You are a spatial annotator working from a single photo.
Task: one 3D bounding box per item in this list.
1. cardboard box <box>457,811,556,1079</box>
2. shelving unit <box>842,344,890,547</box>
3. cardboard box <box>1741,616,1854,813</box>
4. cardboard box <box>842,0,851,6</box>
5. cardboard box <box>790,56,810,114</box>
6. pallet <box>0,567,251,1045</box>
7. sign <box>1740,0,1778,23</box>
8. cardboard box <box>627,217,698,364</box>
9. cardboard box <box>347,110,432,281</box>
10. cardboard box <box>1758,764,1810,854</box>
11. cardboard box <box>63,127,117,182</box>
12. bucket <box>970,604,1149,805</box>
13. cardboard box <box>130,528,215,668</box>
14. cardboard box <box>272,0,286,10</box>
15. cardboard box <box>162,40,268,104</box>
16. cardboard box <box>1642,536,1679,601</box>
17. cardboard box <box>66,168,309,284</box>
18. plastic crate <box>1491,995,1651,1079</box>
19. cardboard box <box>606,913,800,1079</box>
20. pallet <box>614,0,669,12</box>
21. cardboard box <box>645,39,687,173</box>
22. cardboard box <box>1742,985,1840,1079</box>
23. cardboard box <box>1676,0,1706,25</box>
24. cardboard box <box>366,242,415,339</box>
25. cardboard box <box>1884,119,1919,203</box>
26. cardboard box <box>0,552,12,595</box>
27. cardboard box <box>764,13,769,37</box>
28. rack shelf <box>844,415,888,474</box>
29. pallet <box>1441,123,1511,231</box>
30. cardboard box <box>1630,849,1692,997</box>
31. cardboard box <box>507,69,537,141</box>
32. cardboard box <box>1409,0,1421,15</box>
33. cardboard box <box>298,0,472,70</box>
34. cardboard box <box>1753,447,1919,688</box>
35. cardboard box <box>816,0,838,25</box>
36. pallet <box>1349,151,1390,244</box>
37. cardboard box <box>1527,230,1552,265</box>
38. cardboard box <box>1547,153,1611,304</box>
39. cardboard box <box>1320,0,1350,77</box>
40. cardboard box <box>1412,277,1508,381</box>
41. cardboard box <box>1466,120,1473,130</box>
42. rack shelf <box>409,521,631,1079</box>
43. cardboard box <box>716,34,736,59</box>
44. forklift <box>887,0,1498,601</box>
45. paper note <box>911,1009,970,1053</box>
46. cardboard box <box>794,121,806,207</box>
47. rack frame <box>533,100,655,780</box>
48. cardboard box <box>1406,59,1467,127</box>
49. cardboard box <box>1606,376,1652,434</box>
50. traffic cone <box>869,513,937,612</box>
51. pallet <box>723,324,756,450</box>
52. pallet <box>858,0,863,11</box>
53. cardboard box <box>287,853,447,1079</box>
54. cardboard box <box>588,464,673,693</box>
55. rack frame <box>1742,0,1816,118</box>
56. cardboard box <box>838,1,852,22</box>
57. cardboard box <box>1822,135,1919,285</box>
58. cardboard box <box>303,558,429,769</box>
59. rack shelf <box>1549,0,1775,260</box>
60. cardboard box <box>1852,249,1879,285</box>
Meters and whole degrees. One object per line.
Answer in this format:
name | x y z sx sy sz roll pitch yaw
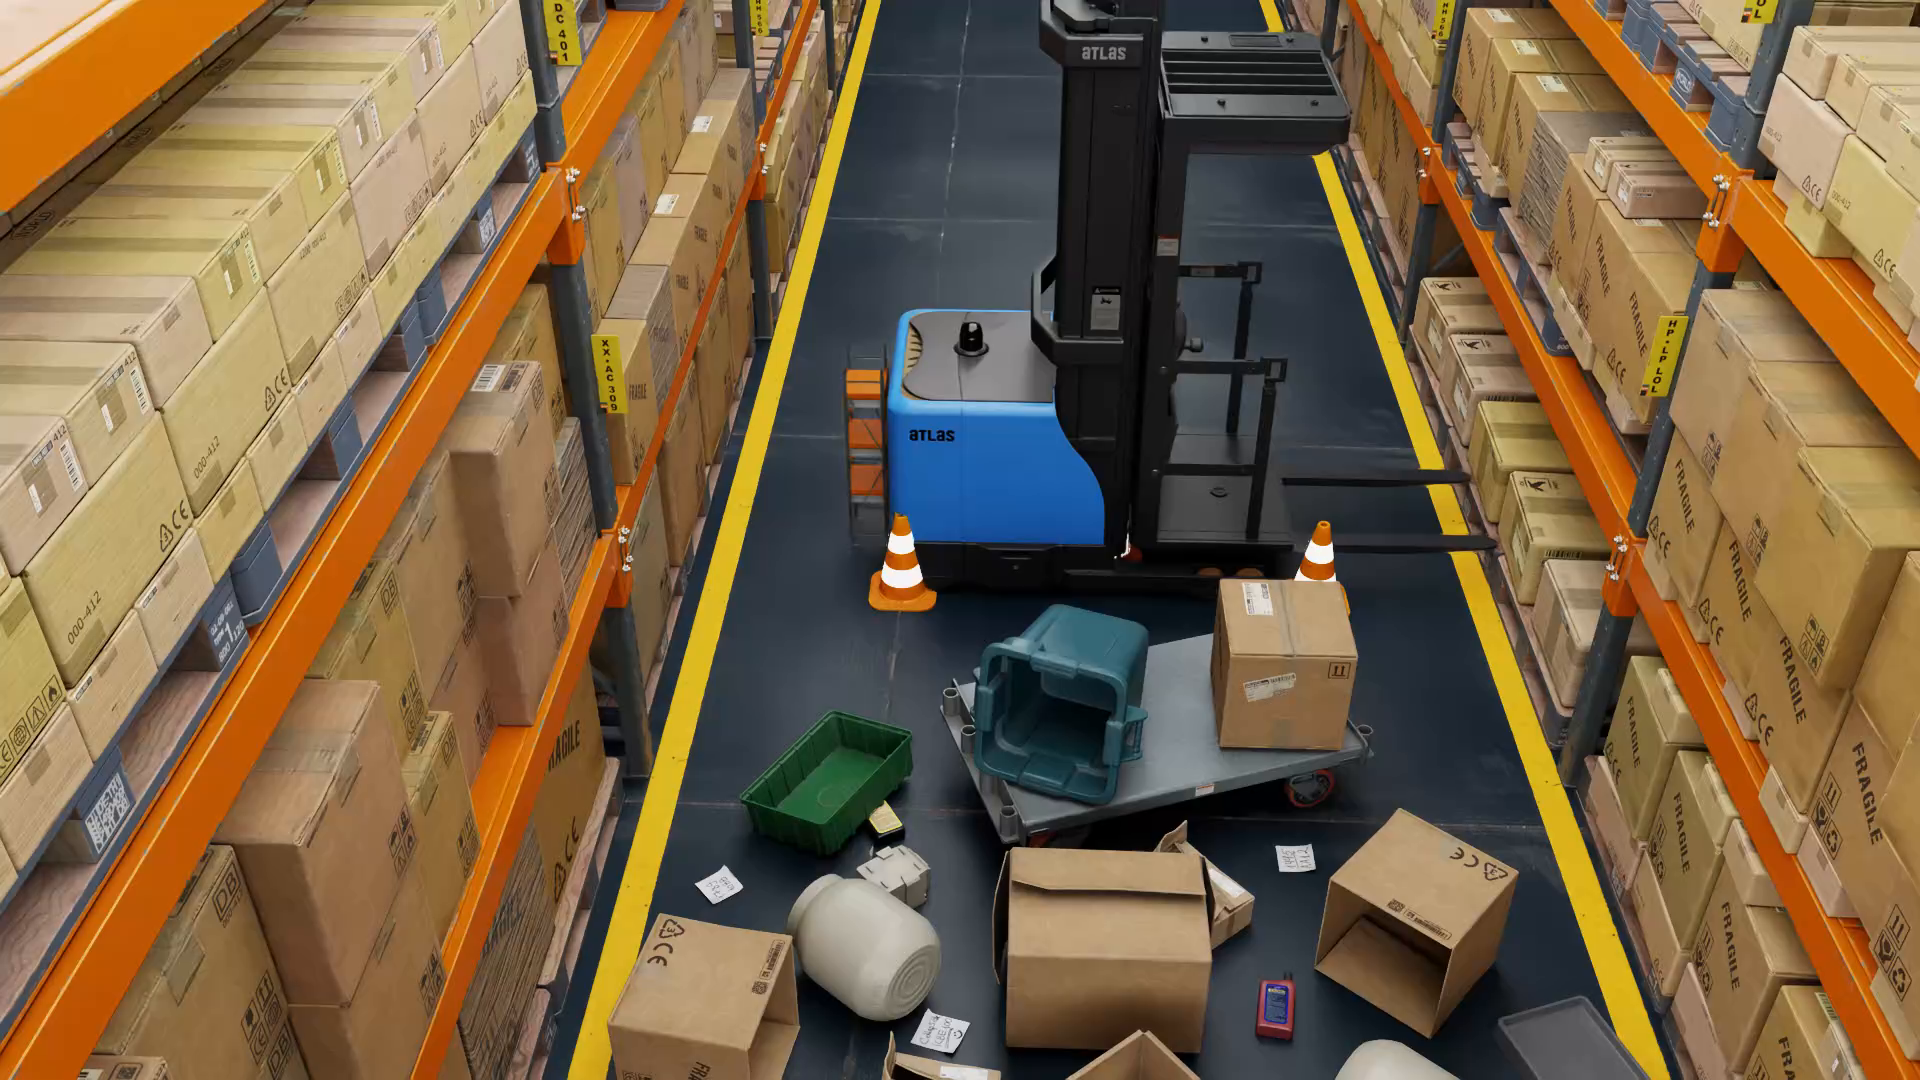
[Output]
cardboard box | -1.974 1.340 5.662 0.875 0.875 0.875 2 35 2
shelving unit | -0.467 -0.469 8.450 0.215 1.050 0.252 1 35 2
cardboard box | 2.778 0.482 5.055 0.500 0.500 0.500 1 35 1
cardboard box | -1.175 -4.903 14.919 0.380 0.149 0.250 1 35 2
cardboard box | -1.343 -3.254 11.874 0.500 0.250 0.500 0 35 0
pallet | -1.987 0.446 2.921 1.003 0.211 1.213 1 35 2
sign | 2.549 -1.789 5.232 0.100 0.325 0.005 1 35 2
cardboard box | -1.514 -1.149 7.635 0.500 0.500 0.500 1 35 2
cardboard box | -1.652 -0.869 4.134 0.500 0.250 0.500 1 35 1
cardboard box | 2.710 0.833 5.121 0.380 0.149 0.250 1 35 2
cardboard box | -2.250 -0.966 3.925 0.380 0.149 0.250 1 35 2
bucket | 0.452 0.614 6.738 0.726 0.611 0.620 13 27 18
cardboard box | -1.643 0.101 3.101 0.380 0.149 0.250 2 35 2
cardboard box | -2.200 -1.697 4.966 0.380 0.149 0.250 2 35 2
cardboard box | -2.164 -1.171 4.564 0.500 0.250 0.500 1 35 2
cardboard box | 2.771 0.098 6.166 0.380 0.149 0.250 1 35 2
cardboard box | -1.613 -0.662 3.493 0.380 0.149 0.250 2 35 3
plastic crate | 2.222 1.899 5.924 0.402 0.080 0.583 -10 36 -14
cardboard box | -0.883 1.702 5.836 0.500 0.500 0.500 7 36 10
pallet | -1.700 -2.669 7.440 1.003 0.211 1.213 3 35 4
cardboard box | -1.751 -2.140 8.175 0.700 0.500 0.500 1 35 1
cardboard box | 2.760 1.710 5.028 0.500 0.500 0.500 1 35 1
cardboard box | 3.008 -2.146 6.297 0.500 0.250 0.500 2 35 2
cardboard box | -1.591 -0.623 4.132 0.380 0.149 0.250 1 35 1
cardboard box | 2.727 -1.004 4.432 0.380 0.149 0.250 1 35 2
cardboard box | -1.664 0.072 2.449 0.380 0.149 0.250 2 35 2
cardboard box | -1.435 -3.319 10.662 0.380 0.149 0.250 3 35 4
rack shelf | -0.467 -0.461 8.457 0.215 0.259 0.240 1 35 2
pallet | 3.342 -1.986 9.080 1.213 0.211 1.003 1 35 2
cardboard box | 2.800 1.414 6.101 0.500 0.250 0.500 3 35 5
cardboard box | -1.541 -1.355 5.173 0.380 0.149 0.250 1 35 2
cardboard box | 3.036 -3.525 10.146 0.500 0.500 0.500 2 35 3
cardboard box | -1.563 -1.391 4.531 0.380 0.149 0.250 1 35 2
cardboard box | 2.780 0.078 4.760 0.700 0.500 0.500 1 35 1
cardboard box | -1.234 -4.430 13.987 0.380 0.149 0.250 3 35 4
pallet | 3.423 -2.486 12.050 1.003 0.211 1.213 1 35 2
cardboard box | 2.952 -1.436 7.983 0.380 0.149 0.250 2 35 3
cardboard box | 2.939 -1.365 7.318 0.500 0.500 0.500 2 35 4
cardboard box | 3.558 -4.257 14.007 0.875 0.438 0.875 1 35 1
cardboard box | 3.232 -1.249 9.784 0.950 0.372 0.625 -1 35 -1
cardboard box | 3.066 -2.363 9.303 0.380 0.149 0.250 -1 35 -1
rack shelf | -1.926 1.209 4.993 1.077 0.370 4.000 1 35 2
cardboard box | -1.465 -2.997 9.945 0.380 0.149 0.250 3 35 4
forklift | 1.171 -1.206 7.863 3.031 2.935 1.130 1 35 2
paper note | -0.072 1.806 6.107 0.172 0.023 0.155 13 37 18
cardboard box | -1.370 -2.667 11.690 0.500 0.500 0.500 0 35 1
rack frame | -1.846 -0.235 6.421 1.000 3.000 0.127 1 35 2
cardboard box | 3.026 -2.712 10.076 0.500 0.250 0.500 0 35 0
cardboard box | 2.849 -0.550 6.722 0.380 0.149 0.250 2 35 3
traffic cone | -0.283 0.067 8.197 0.336 0.463 0.334 1 35 2
pallet | -1.792 -0.941 9.851 1.003 0.211 1.213 1 35 2
pallet | -1.435 -5.479 16.308 1.003 0.211 1.213 1 35 2
cardboard box | -1.889 1.152 4.317 0.875 0.550 0.550 1 35 2
cardboard box | -1.911 0.155 7.458 1.050 0.750 0.750 1 35 2
rack frame | 3.104 -2.633 4.616 1.000 3.000 0.127 1 35 2
cardboard box | -1.178 -4.785 15.009 0.380 0.149 0.250 0 35 1
cardboard box | 2.801 -0.923 4.664 0.500 0.250 0.500 1 35 1
cardboard box | -1.974 0.404 4.443 0.875 0.550 0.500 1 35 2
rack shelf | 3.184 -2.261 7.320 1.077 0.370 4.000 1 35 2
cardboard box | 2.880 -0.835 4.886 0.380 0.149 0.250 1 35 2
